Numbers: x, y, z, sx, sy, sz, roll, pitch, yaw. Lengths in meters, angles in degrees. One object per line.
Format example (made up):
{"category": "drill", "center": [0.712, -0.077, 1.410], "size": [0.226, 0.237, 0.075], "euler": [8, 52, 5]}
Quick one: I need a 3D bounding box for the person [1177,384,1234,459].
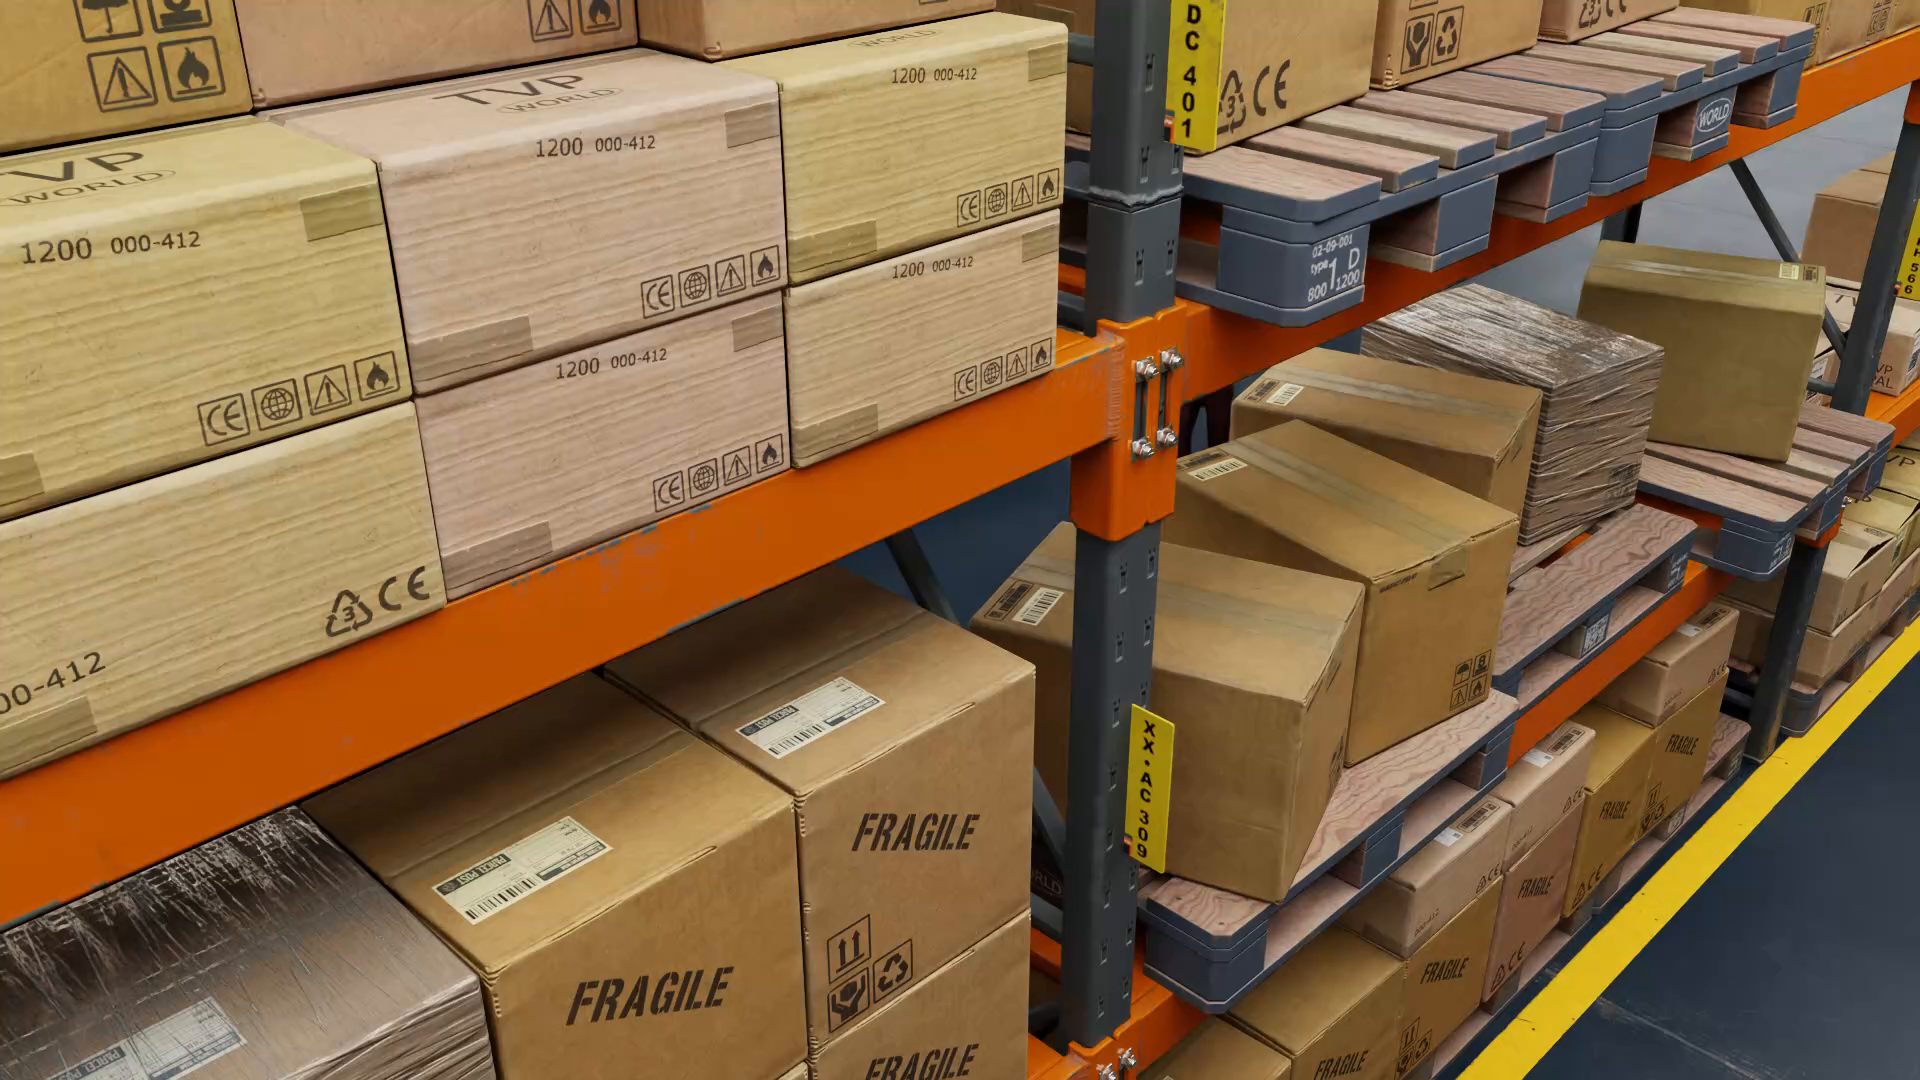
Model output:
{"category": "person", "center": [0.846, -0.340, 7.032], "size": [0.612, 1.564, 0.626], "euler": [-25, 36, -39]}
